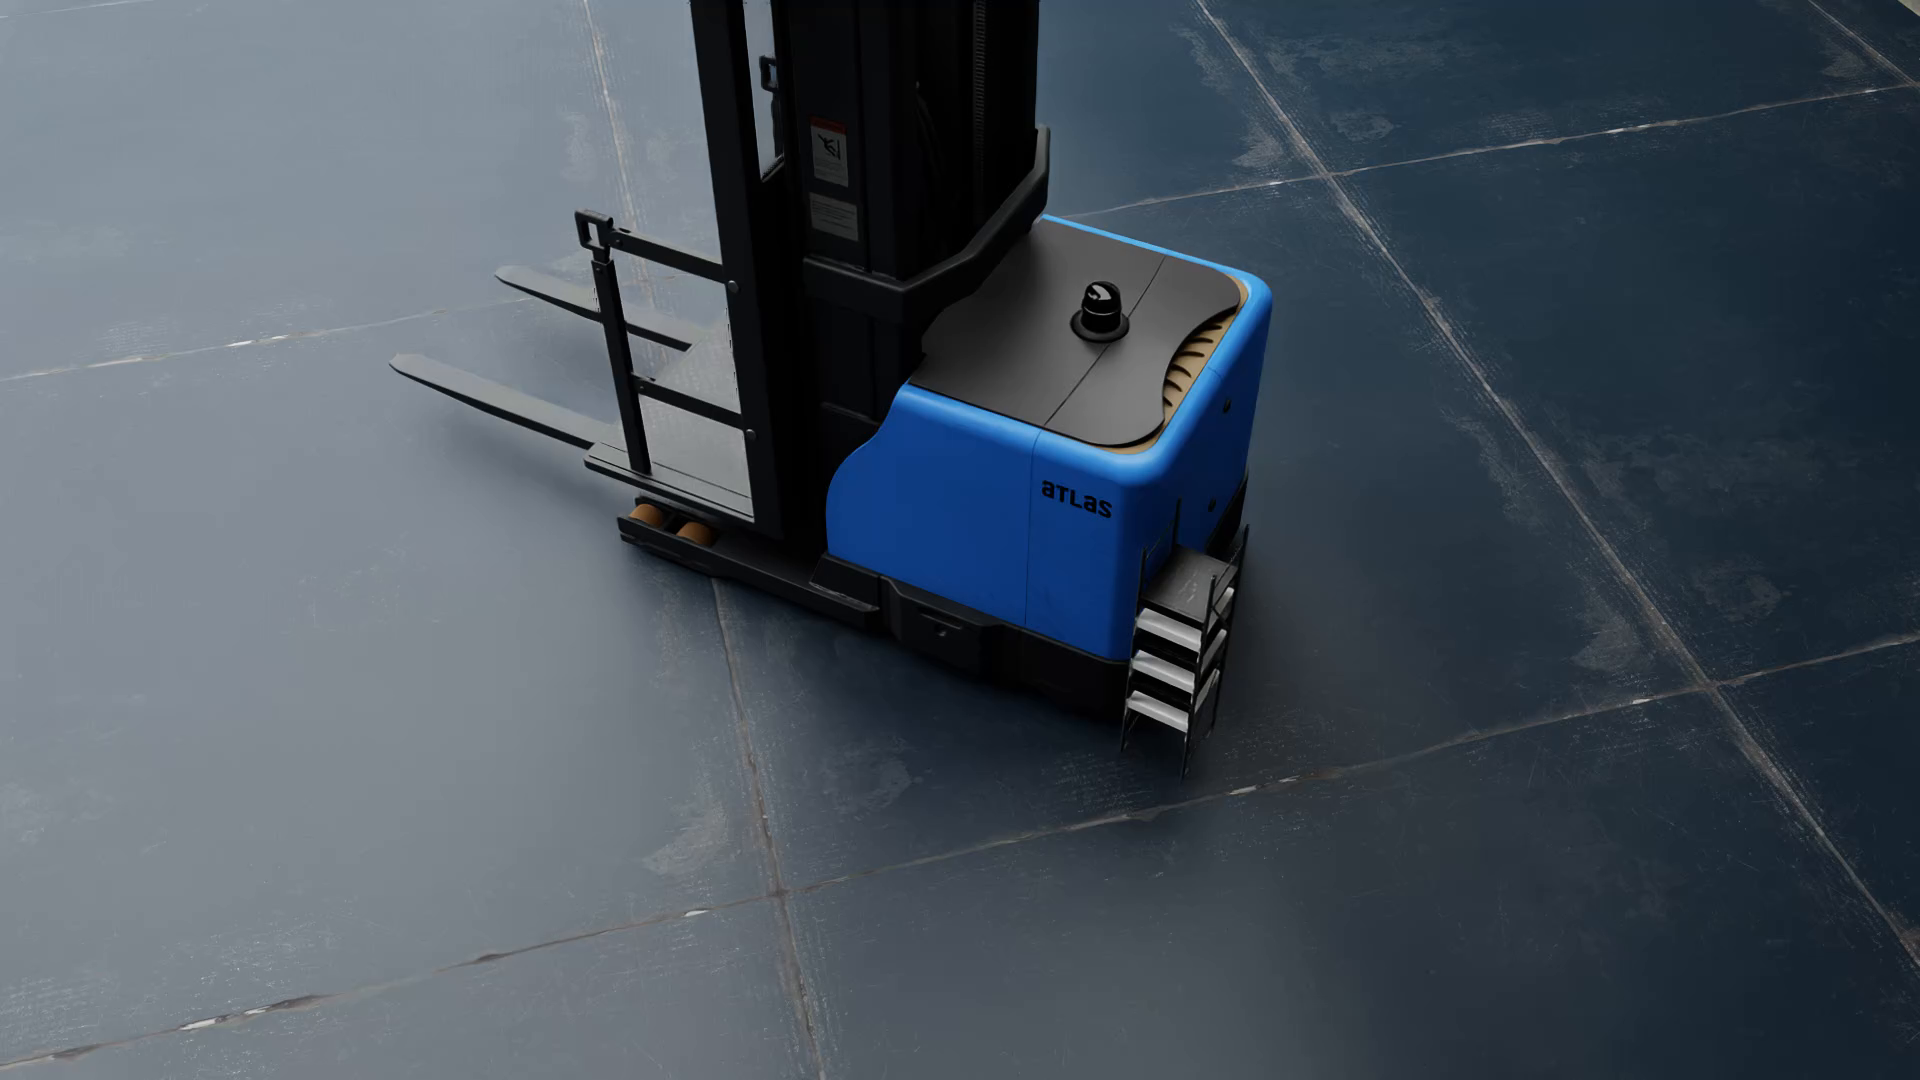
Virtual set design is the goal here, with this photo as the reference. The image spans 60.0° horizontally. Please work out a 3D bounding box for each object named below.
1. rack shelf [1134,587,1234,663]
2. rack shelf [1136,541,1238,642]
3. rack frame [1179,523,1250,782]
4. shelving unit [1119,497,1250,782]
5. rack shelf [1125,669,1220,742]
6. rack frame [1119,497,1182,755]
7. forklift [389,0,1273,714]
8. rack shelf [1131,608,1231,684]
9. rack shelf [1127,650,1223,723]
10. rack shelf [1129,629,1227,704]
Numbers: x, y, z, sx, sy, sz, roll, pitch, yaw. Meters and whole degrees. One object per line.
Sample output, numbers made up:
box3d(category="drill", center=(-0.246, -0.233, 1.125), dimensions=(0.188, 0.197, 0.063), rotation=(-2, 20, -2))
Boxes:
box3d(category="rack shelf", center=(0.640, 0.204, 4.715), dimensions=(0.200, 0.077, 0.258), rotation=(23, 50, 21))
box3d(category="rack shelf", center=(0.640, 0.141, 4.650), dimensions=(0.200, 0.077, 0.258), rotation=(23, 50, 21))
box3d(category="rack frame", center=(0.727, 0.344, 4.783), dimensions=(0.006, 0.900, 0.240), rotation=(23, 50, 21))
box3d(category="shelving unit", center=(0.640, 0.307, 4.819), dimensions=(0.210, 0.900, 0.258), rotation=(23, 50, 21))
box3d(category="rack shelf", center=(0.640, 0.456, 4.972), dimensions=(0.200, 0.077, 0.258), rotation=(23, 50, 21))
box3d(category="rack frame", center=(0.552, 0.270, 4.856), dimensions=(0.006, 0.900, 0.240), rotation=(23, 50, 21))
box3d(category="forklift", center=(-0.589, -1.237, 4.910), dimensions=(3.031, 2.935, 1.130), rotation=(20, 49, 19))
box3d(category="rack shelf", center=(0.640, 0.267, 4.779), dimensions=(0.200, 0.077, 0.258), rotation=(23, 50, 21))
box3d(category="rack shelf", center=(0.640, 0.393, 4.907), dimensions=(0.200, 0.077, 0.258), rotation=(23, 50, 21))
box3d(category="rack shelf", center=(0.640, 0.330, 4.843), dimensions=(0.200, 0.077, 0.258), rotation=(23, 50, 21))
